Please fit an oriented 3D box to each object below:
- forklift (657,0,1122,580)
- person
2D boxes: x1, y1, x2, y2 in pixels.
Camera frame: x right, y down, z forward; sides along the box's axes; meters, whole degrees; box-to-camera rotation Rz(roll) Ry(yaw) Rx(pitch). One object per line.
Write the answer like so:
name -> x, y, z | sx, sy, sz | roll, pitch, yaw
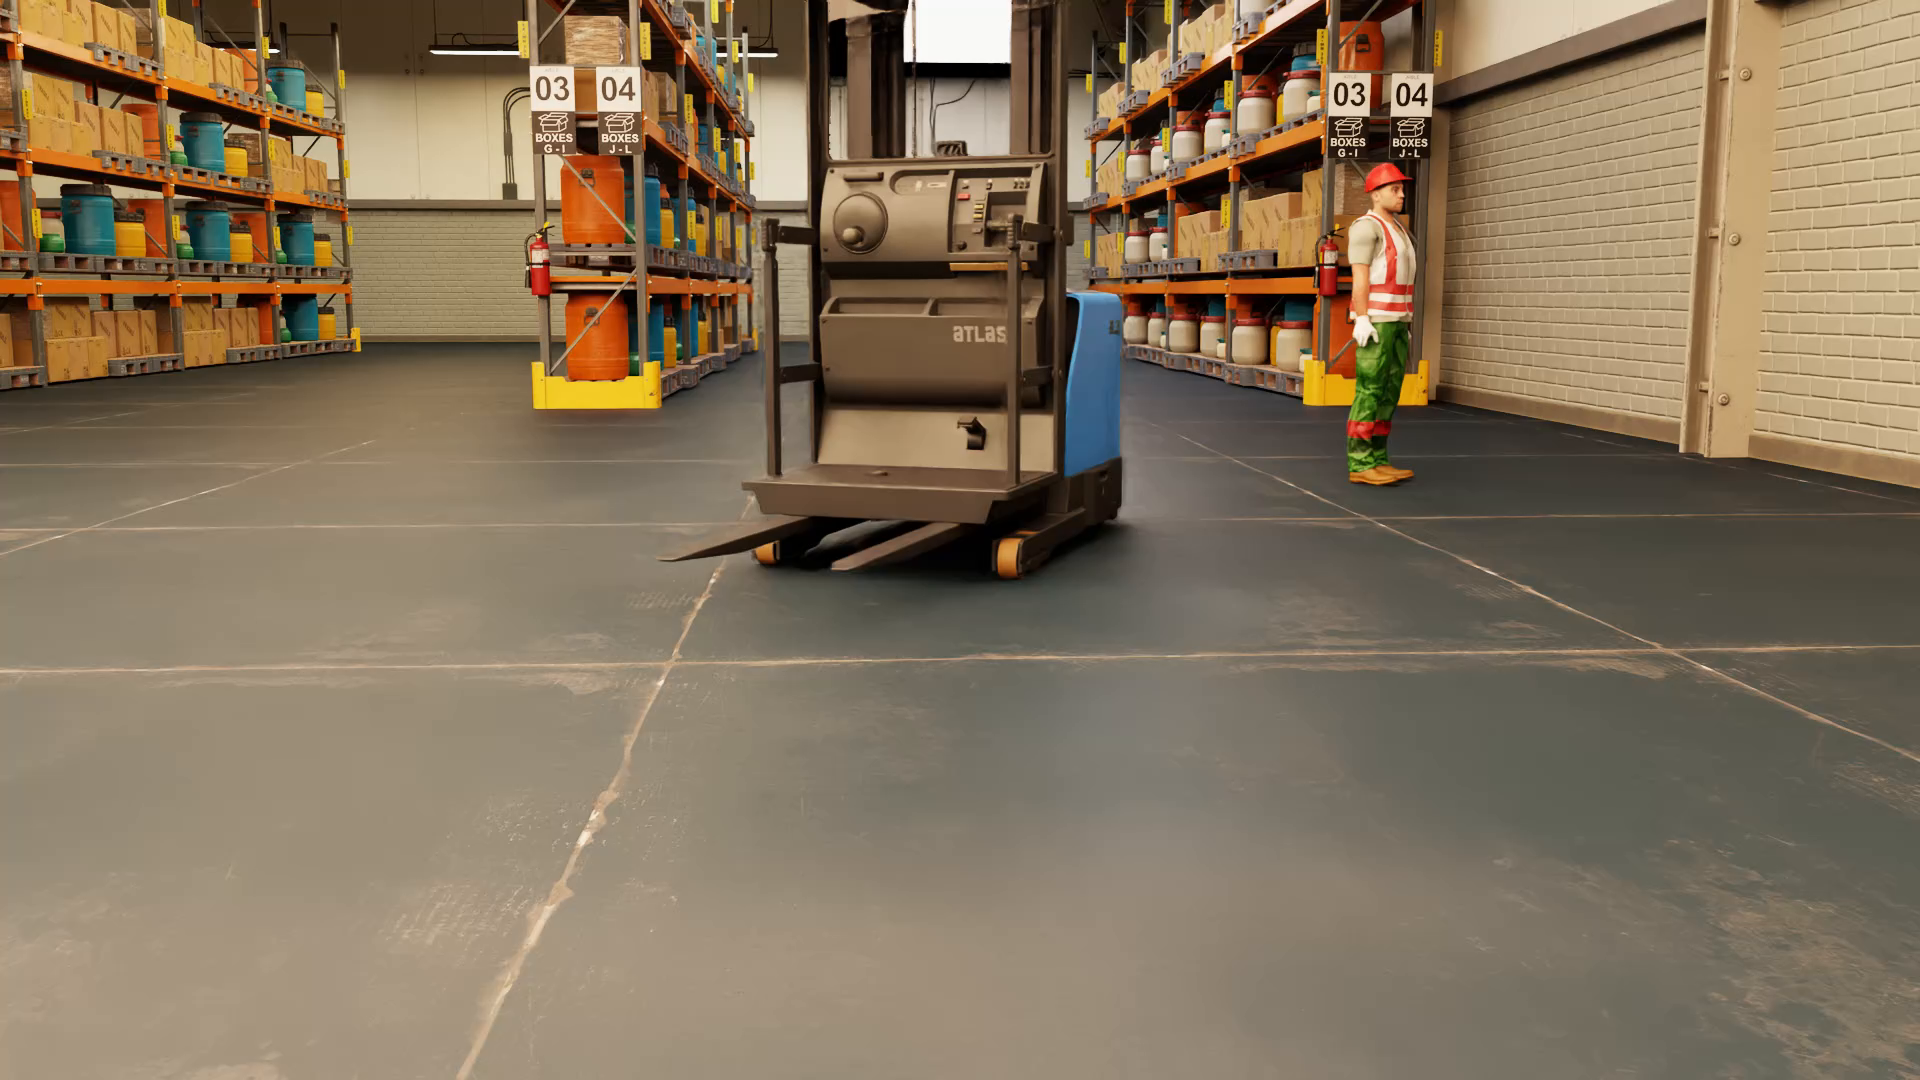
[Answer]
forklift -> -0.183, -1.364, 6.514 | 1.130, 2.935, 3.031 | 3, 9, 18
person -> 2.416, -1.223, 9.455 | 0.359, 1.795, 0.570 | 6, 10, 36
